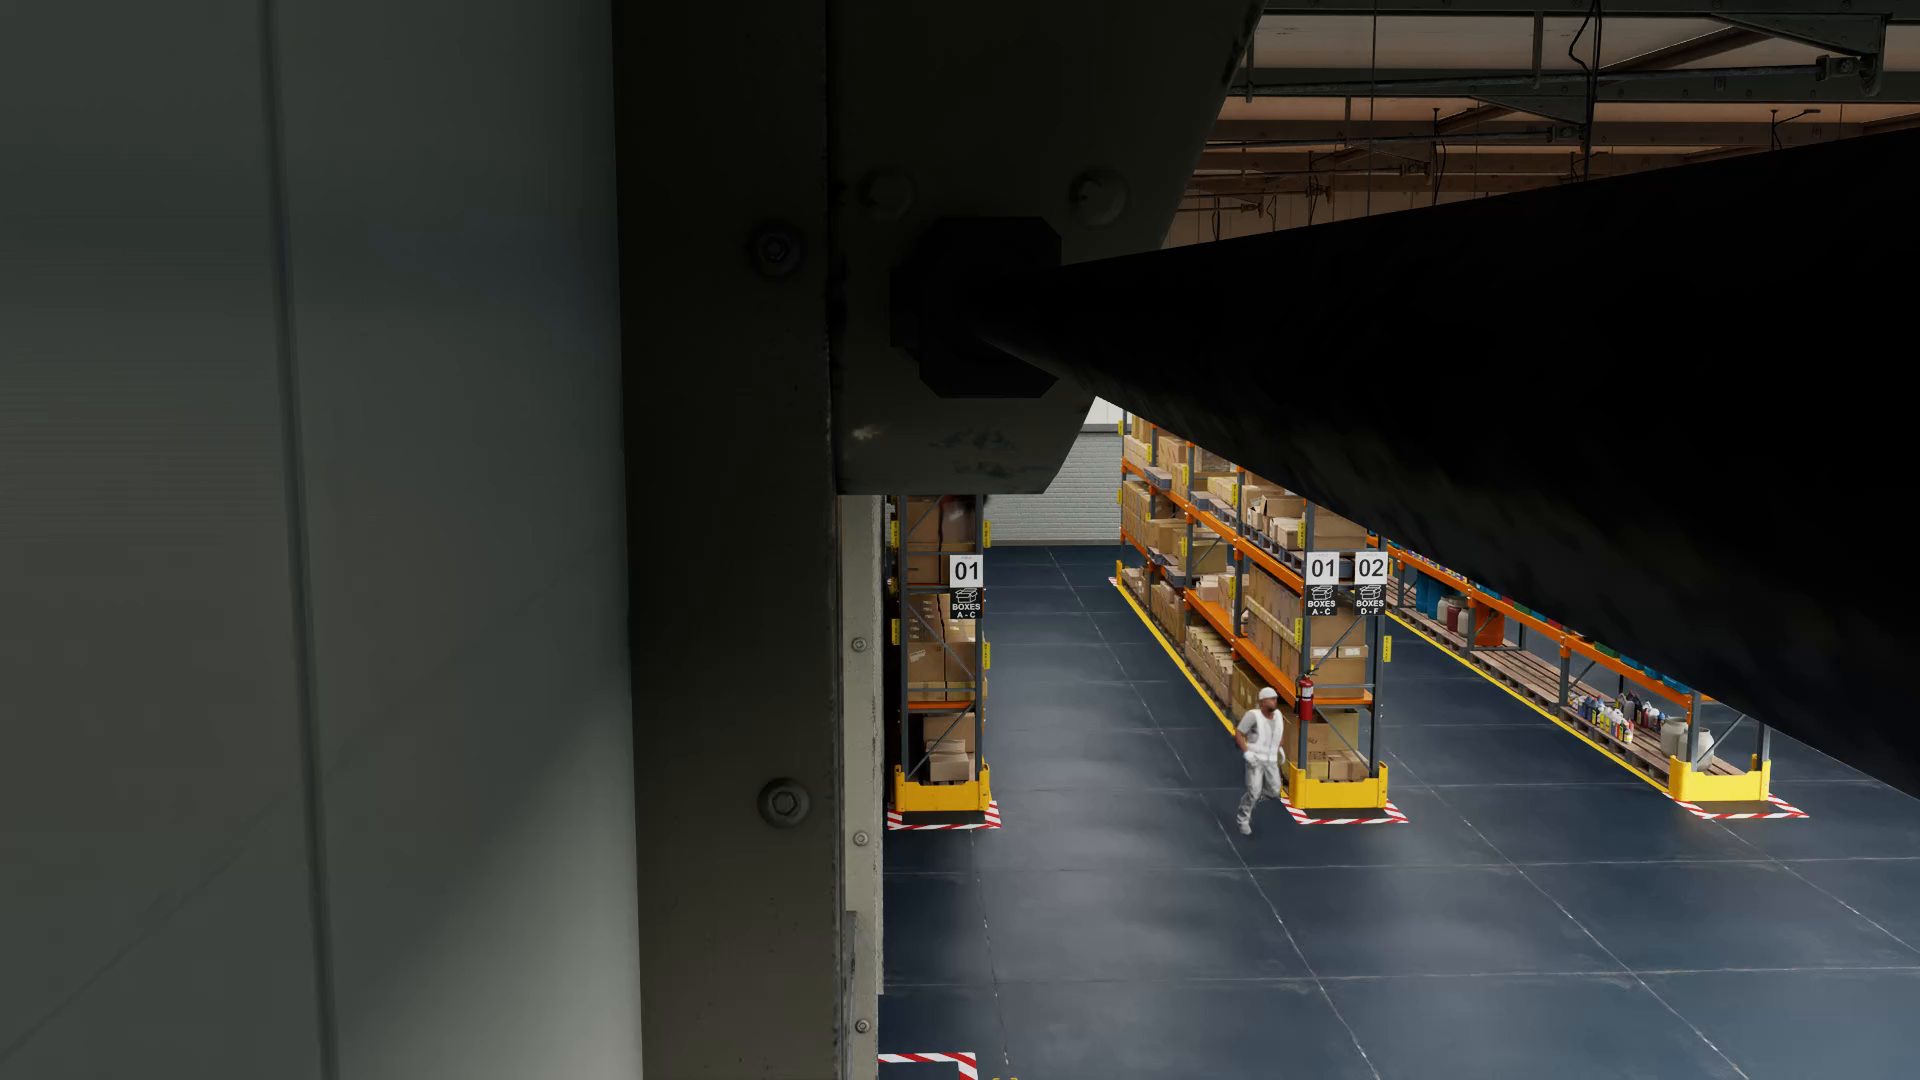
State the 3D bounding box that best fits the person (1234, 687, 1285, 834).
[{"bbox_3d":[3.590,2.594,19.734,0.737,1.716,0.549,-4,9,-26],"label":"person"}]
